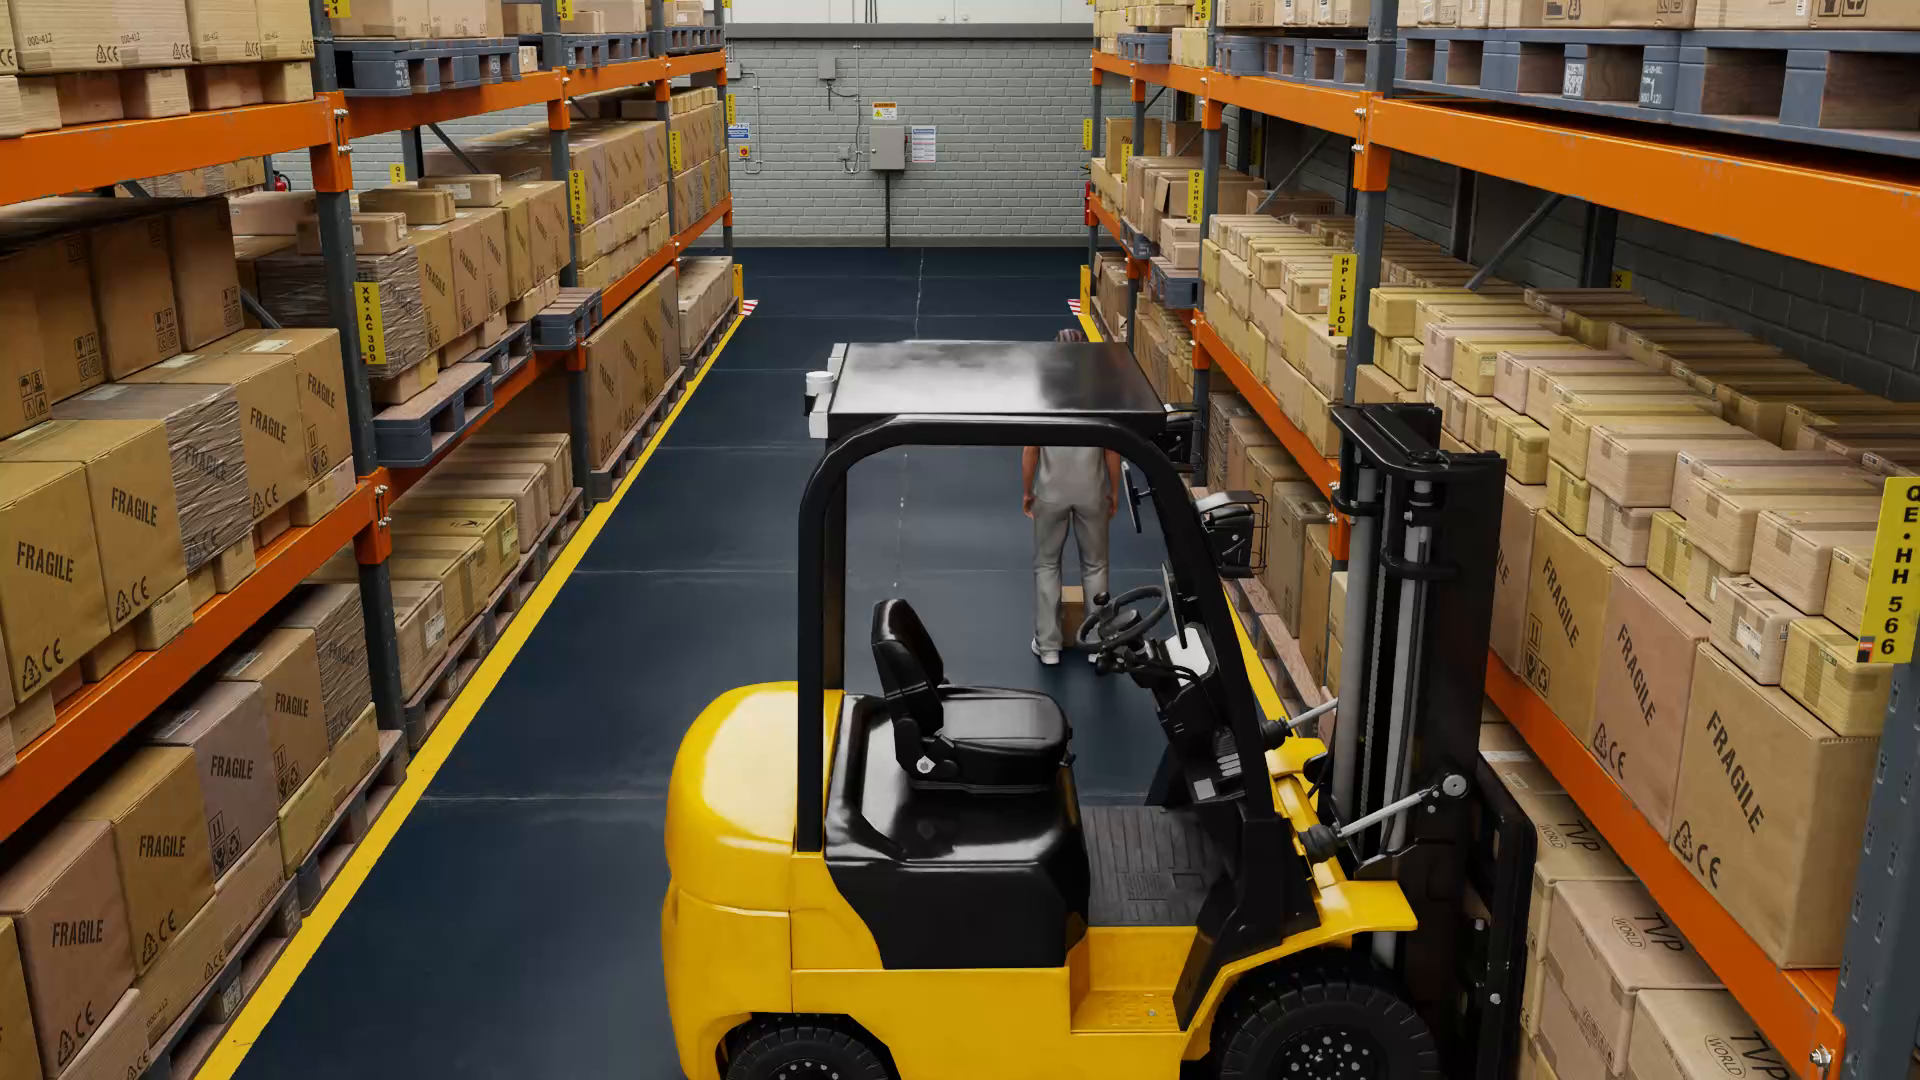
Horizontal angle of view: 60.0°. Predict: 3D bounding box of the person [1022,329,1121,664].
[{"bbox_3d":[0.545,-0.207,8.217,0.486,1.673,0.358,0,17,0],"label":"person"}]
